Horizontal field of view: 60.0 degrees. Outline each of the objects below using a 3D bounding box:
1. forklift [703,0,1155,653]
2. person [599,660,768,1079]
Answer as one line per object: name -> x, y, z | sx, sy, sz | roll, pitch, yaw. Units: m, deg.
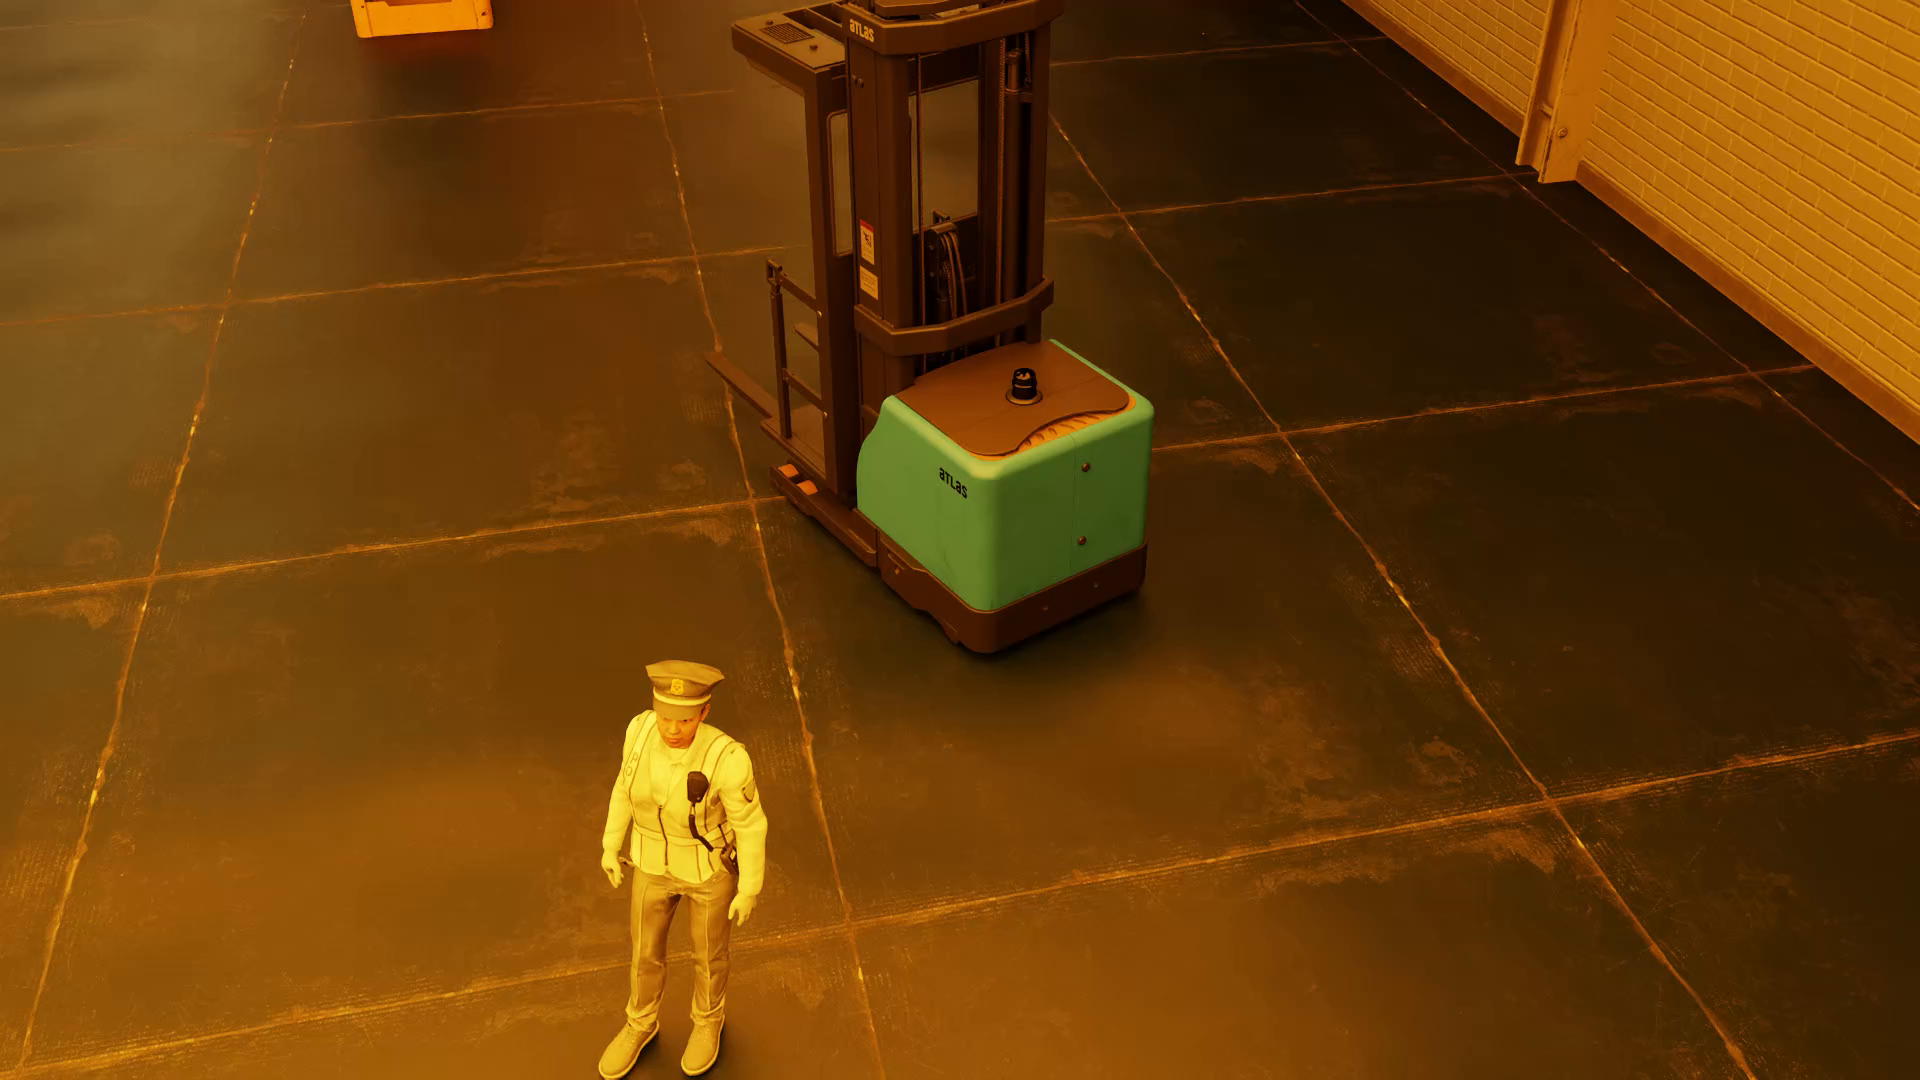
forklift -> -0.350, -1.480, 8.107 | 1.130, 2.935, 3.031 | -22, 41, -28
person -> -0.943, 1.125, 5.533 | 0.587, 1.695, 0.532 | 11, 37, 15
